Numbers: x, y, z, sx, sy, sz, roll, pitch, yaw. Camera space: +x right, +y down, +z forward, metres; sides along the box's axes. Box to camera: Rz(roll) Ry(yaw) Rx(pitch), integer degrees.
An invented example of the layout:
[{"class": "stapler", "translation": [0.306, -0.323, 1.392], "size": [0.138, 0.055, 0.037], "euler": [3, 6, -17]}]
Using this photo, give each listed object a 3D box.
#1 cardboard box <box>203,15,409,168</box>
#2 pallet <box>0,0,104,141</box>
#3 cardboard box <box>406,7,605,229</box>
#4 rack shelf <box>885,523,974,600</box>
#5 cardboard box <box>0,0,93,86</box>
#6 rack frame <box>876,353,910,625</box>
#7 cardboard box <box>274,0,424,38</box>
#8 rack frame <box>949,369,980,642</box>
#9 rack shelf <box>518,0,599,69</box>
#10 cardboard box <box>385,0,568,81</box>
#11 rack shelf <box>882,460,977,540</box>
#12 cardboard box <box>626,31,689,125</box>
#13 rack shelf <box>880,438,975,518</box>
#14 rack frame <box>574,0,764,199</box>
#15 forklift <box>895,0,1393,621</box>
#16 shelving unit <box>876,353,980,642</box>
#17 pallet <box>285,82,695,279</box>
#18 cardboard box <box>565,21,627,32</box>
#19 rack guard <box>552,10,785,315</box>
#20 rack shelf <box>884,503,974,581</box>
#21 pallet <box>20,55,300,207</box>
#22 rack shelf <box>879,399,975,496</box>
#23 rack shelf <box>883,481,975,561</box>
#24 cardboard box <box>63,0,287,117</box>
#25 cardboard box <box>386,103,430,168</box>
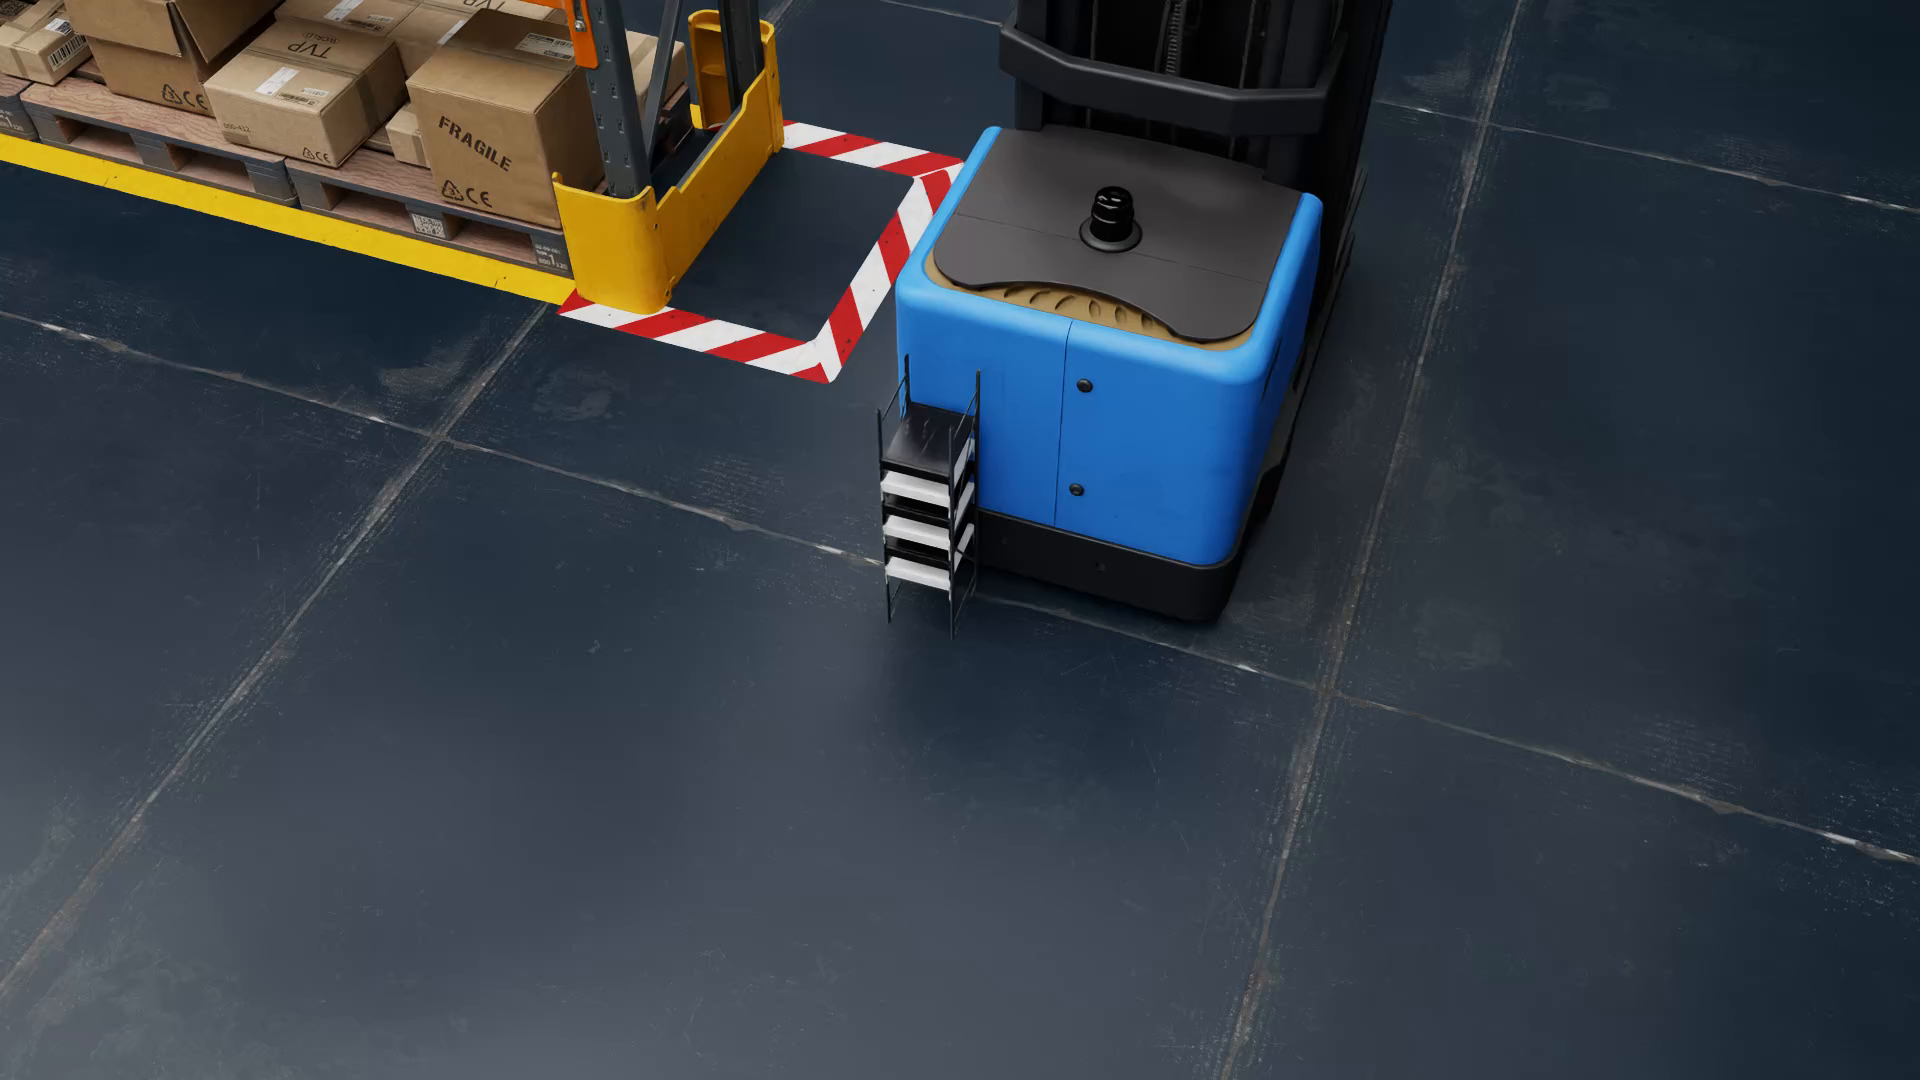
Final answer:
[{"class": "cardboard box", "translation": [-2.449, -1.694, 6.261], "size": [0.500, 0.250, 0.500], "euler": [16, 51, 13]}, {"class": "pallet", "translation": [-4.081, -2.166, 6.988], "size": [1.213, 0.211, 1.003], "euler": [16, 51, 13]}, {"class": "cardboard box", "translation": [-1.568, -1.506, 5.933], "size": [0.500, 0.500, 0.500], "euler": [16, 51, 13]}, {"class": "rack shelf", "translation": [-0.083, 0.039, 4.903], "size": [0.200, 0.077, 0.258], "euler": [14, 51, 12]}, {"class": "cardboard box", "translation": [-3.591, -1.993, 6.576], "size": [0.250, 0.166, 0.380], "euler": [16, 51, 13]}, {"class": "rack frame", "translation": [-0.180, -0.125, 4.763], "size": [0.006, 0.900, 0.240], "euler": [14, 51, 12]}, {"class": "cardboard box", "translation": [-2.322, -2.061, 6.580], "size": [0.500, 0.250, 0.500], "euler": [16, 51, 13]}, {"class": "rack frame", "translation": [0.013, -0.076, 4.721], "size": [0.006, 0.900, 0.240], "euler": [14, 51, 12]}, {"class": "rack shelf", "translation": [-2.849, -2.501, 5.908], "size": [4.000, 0.370, 1.077], "euler": [16, 51, 13]}, {"class": "cardboard box", "translation": [-1.853, -1.930, 6.467], "size": [0.500, 0.250, 0.500], "euler": [16, 51, 13]}, {"class": "rack shelf", "translation": [-0.083, -0.138, 4.699], "size": [0.200, 0.077, 0.258], "euler": [14, 51, 12]}, {"class": "cardboard box", "translation": [-1.246, -1.776, 6.400], "size": [0.250, 0.149, 0.380], "euler": [16, 51, 13]}, {"class": "rack shelf", "translation": [-0.083, -0.197, 4.631], "size": [0.200, 0.077, 0.258], "euler": [14, 51, 12]}, {"class": "rack frame", "translation": [-0.973, -2.212, 5.183], "size": [0.127, 3.000, 1.000], "euler": [16, 51, 13]}, {"class": "forklift", "translation": [0.789, -1.861, 4.923], "size": [1.130, 2.935, 3.031], "euler": [15, 51, 13]}, {"class": "shelving unit", "translation": [-0.083, -0.101, 4.742], "size": [0.210, 0.900, 0.258], "euler": [14, 51, 12]}, {"class": "pallet", "translation": [-1.792, -1.527, 6.434], "size": [1.213, 0.211, 1.003], "euler": [16, 51, 13]}, {"class": "cardboard box", "translation": [-1.481, -1.847, 6.450], "size": [0.250, 0.166, 0.380], "euler": [16, 51, 13]}, {"class": "rack guard", "translation": [-1.044, -1.414, 6.144], "size": [0.348, 0.500, 1.175], "euler": [16, 51, 13]}, {"class": "rack shelf", "translation": [-0.083, -0.020, 4.835], "size": [0.200, 0.077, 0.258], "euler": [14, 51, 12]}, {"class": "pallet", "translation": [-2.933, -1.848, 6.712], "size": [1.213, 0.211, 1.003], "euler": [16, 51, 13]}, {"class": "rack shelf", "translation": [-0.083, -0.256, 4.563], "size": [0.200, 0.077, 0.258], "euler": [14, 51, 12]}, {"class": "rack shelf", "translation": [-0.083, -0.079, 4.767], "size": [0.200, 0.077, 0.258], "euler": [14, 51, 12]}, {"class": "cardboard box", "translation": [-2.961, -2.098, 6.444], "size": [0.637, 0.503, 0.797], "euler": [16, 51, 13]}, {"class": "cardboard box", "translation": [-1.917, -1.566, 6.206], "size": [0.250, 0.166, 0.380], "euler": [16, 51, 13]}]
